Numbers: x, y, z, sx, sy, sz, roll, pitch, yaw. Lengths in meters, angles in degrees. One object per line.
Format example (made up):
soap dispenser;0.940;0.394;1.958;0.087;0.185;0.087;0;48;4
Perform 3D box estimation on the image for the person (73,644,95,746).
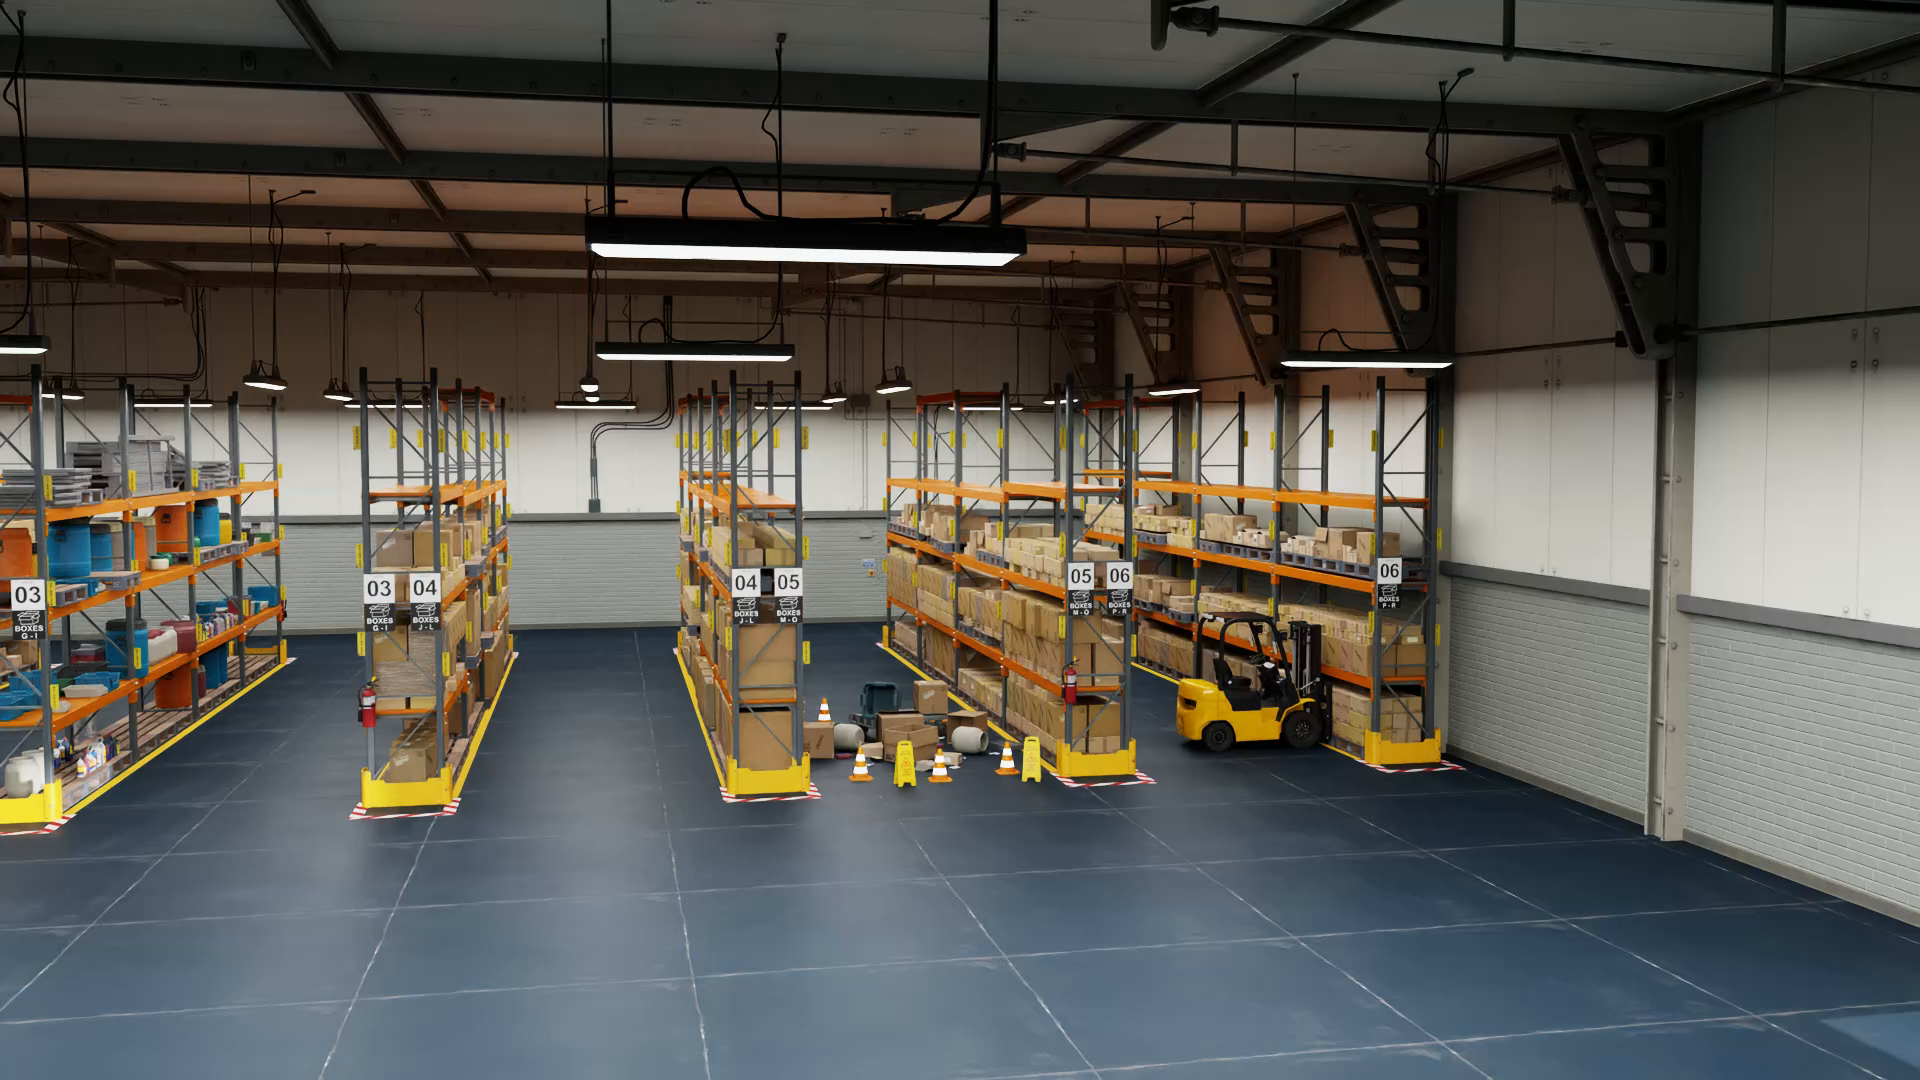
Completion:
person;-14.161;2.530;26.926;0.561;1.691;0.452;-3;4;-39
